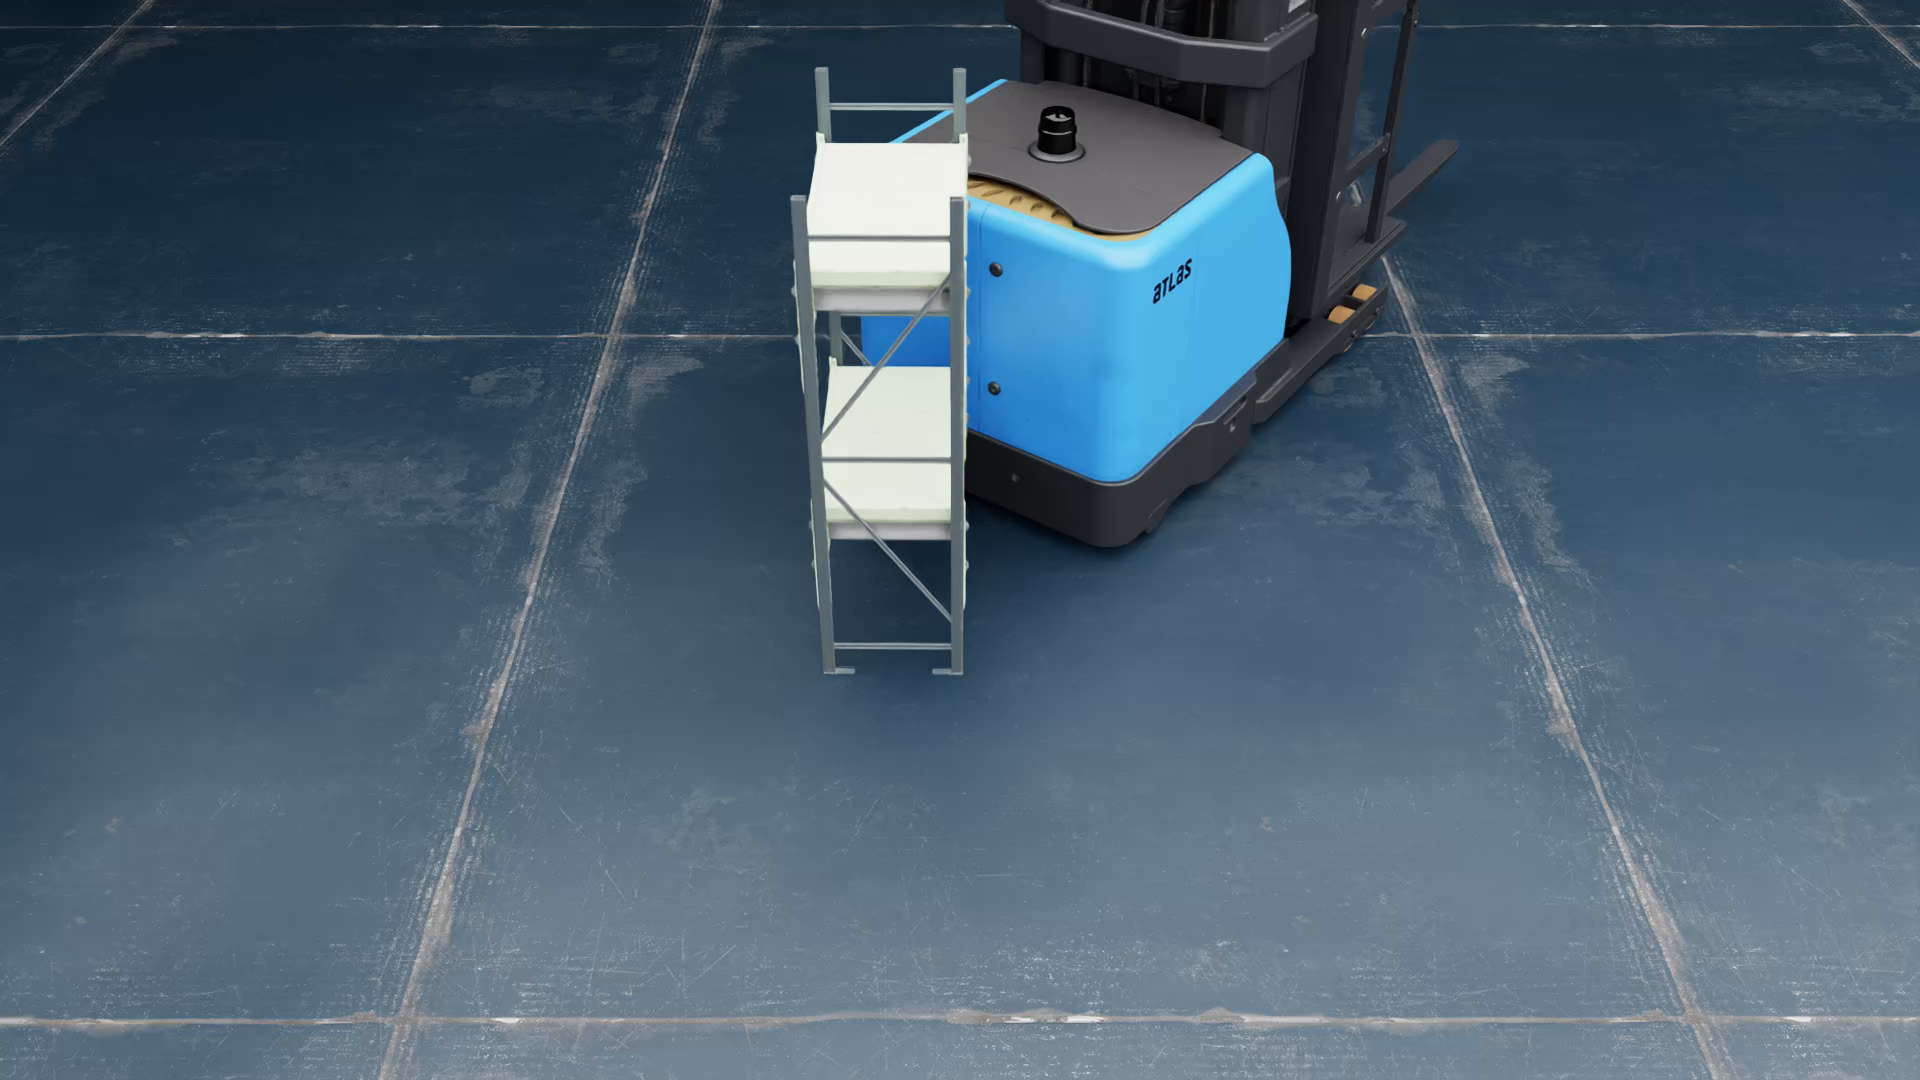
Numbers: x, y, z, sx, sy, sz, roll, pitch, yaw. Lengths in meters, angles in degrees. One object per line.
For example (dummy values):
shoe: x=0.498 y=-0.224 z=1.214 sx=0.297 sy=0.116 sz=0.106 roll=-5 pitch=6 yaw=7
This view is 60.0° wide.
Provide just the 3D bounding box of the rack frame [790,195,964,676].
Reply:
rack frame: x=-0.191 y=-0.204 z=4.305 sx=0.400 sy=1.500 sz=0.023 roll=0 pitch=39 yaw=0

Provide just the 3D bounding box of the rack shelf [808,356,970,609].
rack shelf: x=-0.187 y=-0.178 z=4.794 sx=0.431 sy=0.370 sz=0.720 roll=0 pitch=39 yaw=0

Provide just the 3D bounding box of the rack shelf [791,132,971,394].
rack shelf: x=-0.187 y=-0.737 z=4.346 sx=0.431 sy=0.370 sz=0.720 roll=0 pitch=39 yaw=0

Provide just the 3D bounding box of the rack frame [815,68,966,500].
rack frame: x=-0.184 y=-0.661 z=4.876 sx=0.400 sy=1.500 sz=0.023 roll=0 pitch=39 yaw=0

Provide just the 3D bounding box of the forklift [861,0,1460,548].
forklift: x=0.940 y=-1.996 z=5.397 sx=1.130 sy=2.935 sz=3.031 roll=24 pitch=45 yaw=27

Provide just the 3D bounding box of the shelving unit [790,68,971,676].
shelving unit: x=-0.187 y=-0.432 z=4.590 sx=0.431 sy=1.500 sz=0.755 roll=0 pitch=39 yaw=0
